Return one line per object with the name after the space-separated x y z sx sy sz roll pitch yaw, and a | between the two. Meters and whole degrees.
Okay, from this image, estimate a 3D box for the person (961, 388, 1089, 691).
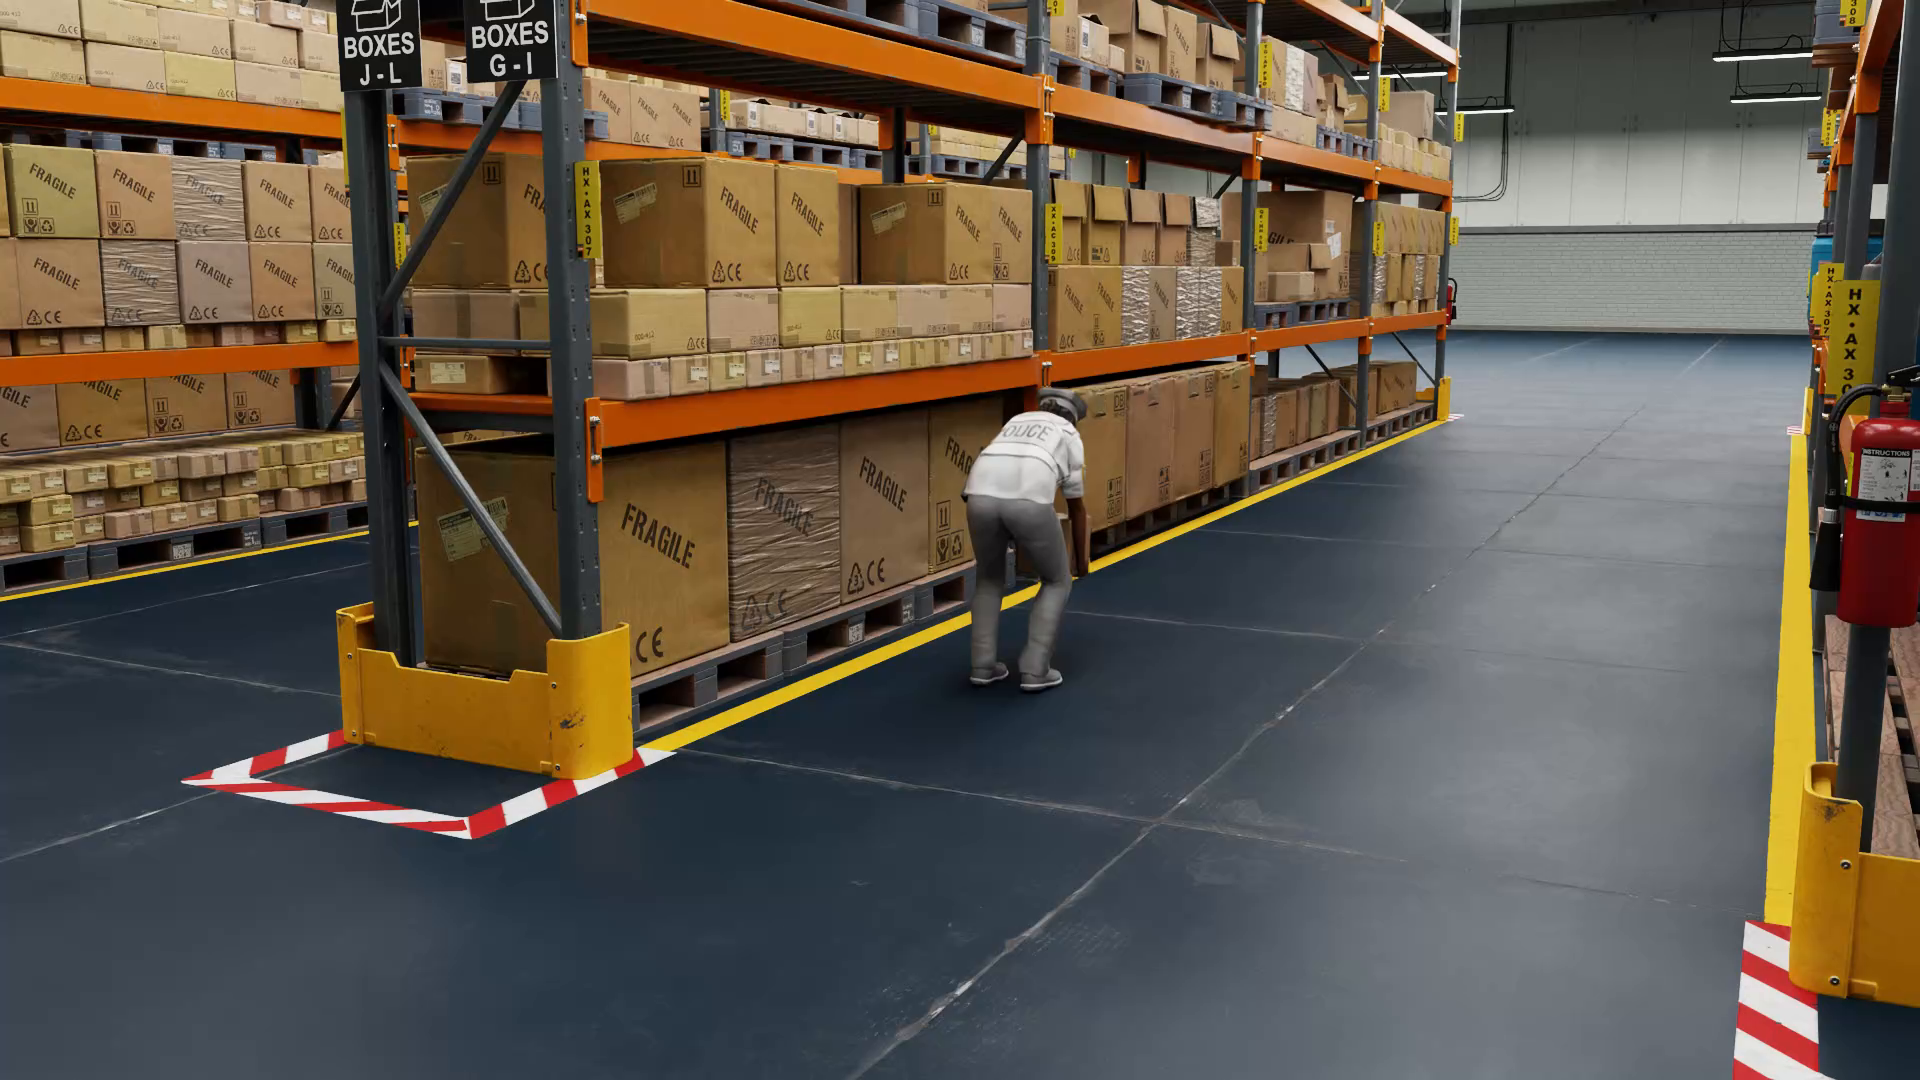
0.324 -0.021 7.294 0.430 1.257 0.901 4 10 24 | person
